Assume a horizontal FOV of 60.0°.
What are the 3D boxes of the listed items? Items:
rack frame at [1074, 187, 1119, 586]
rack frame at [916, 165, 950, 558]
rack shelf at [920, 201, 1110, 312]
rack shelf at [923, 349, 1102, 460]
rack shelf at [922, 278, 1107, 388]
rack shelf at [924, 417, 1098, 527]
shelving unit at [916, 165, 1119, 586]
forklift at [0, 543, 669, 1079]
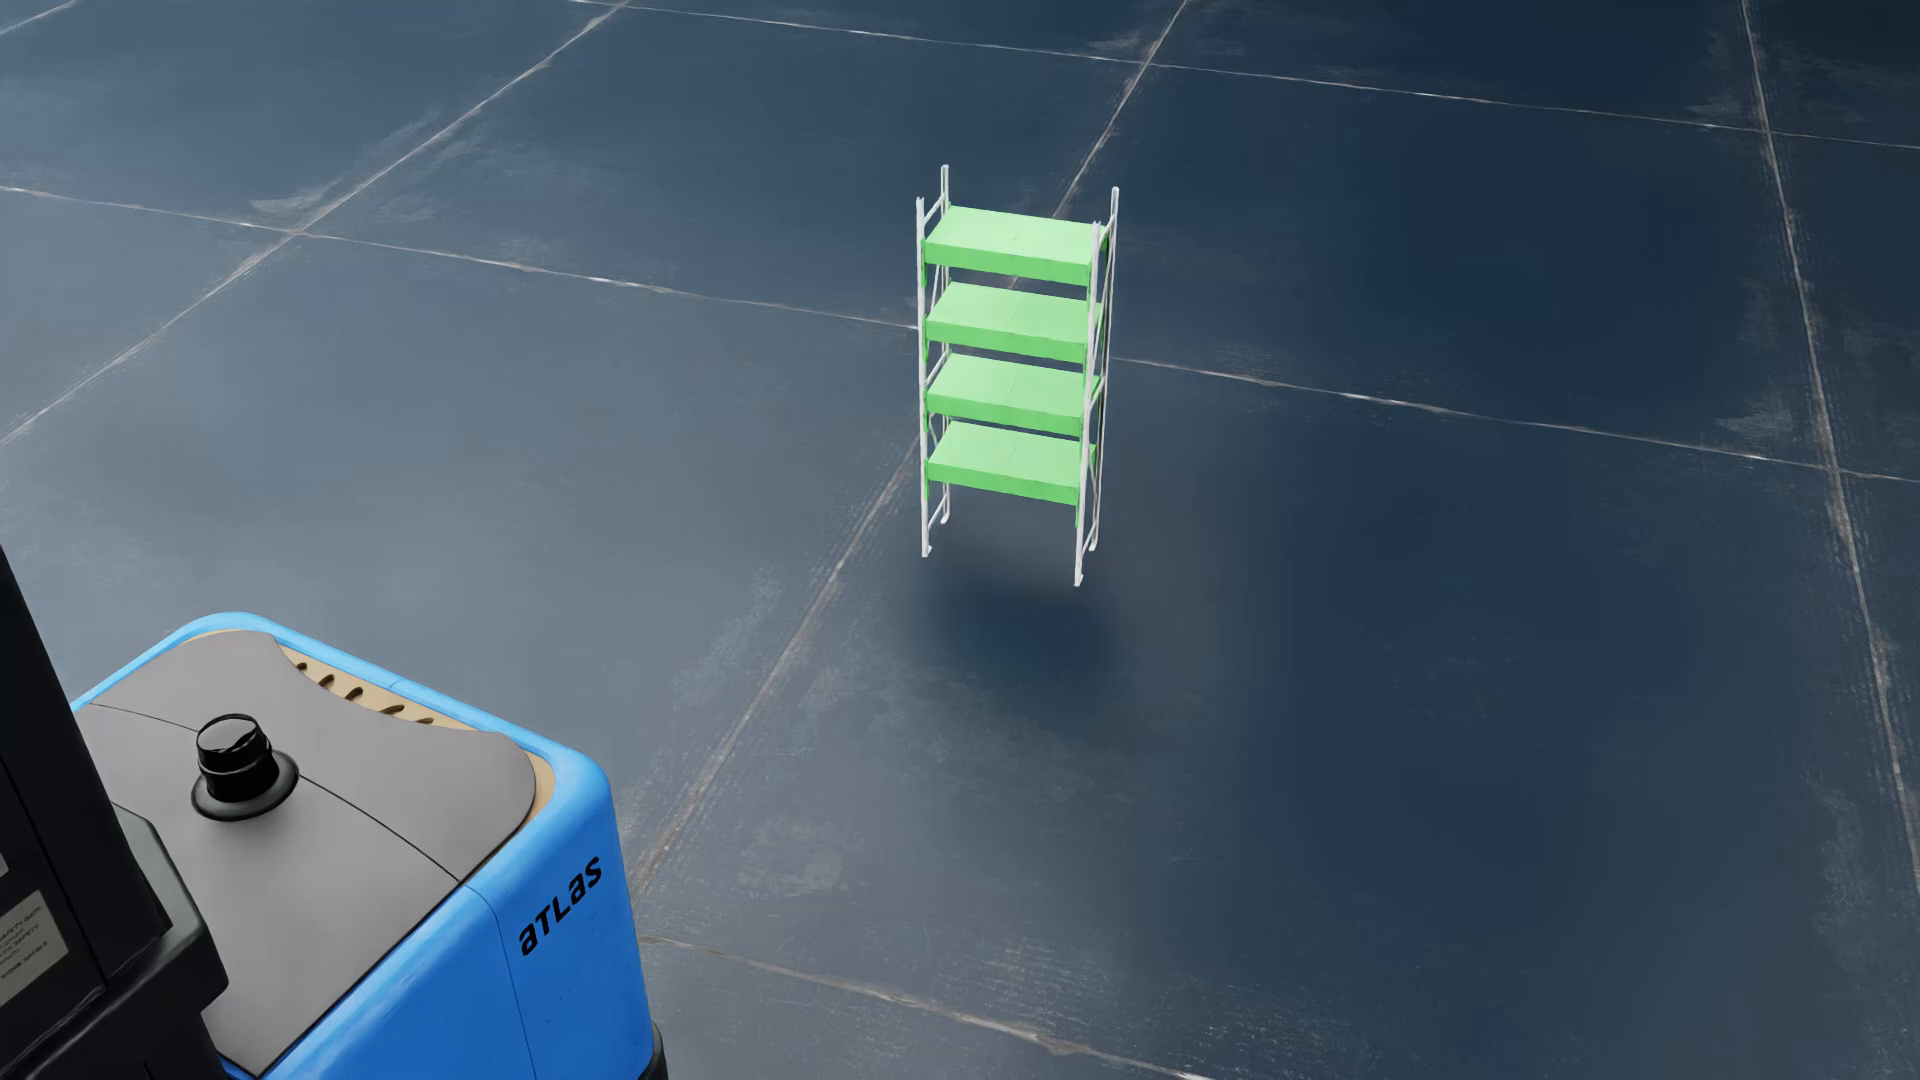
[{"bbox_3d":[0.391,-0.411,4.796,0.015,1.200,0.240,10,38,14],"label":"rack frame"},{"bbox_3d":[-0.075,-0.497,4.913,0.015,1.200,0.240,10,38,14],"label":"rack frame"},{"bbox_3d":[0.158,-0.789,4.608,0.480,0.148,0.258,10,38,14],"label":"rack shelf"},{"bbox_3d":[0.158,-0.402,4.892,0.480,0.148,0.258,10,38,14],"label":"rack shelf"},{"bbox_3d":[0.158,-0.596,4.750,0.480,0.148,0.258,10,38,14],"label":"rack shelf"},{"bbox_3d":[0.158,-0.209,5.035,0.480,0.148,0.258,10,38,14],"label":"rack shelf"},{"bbox_3d":[0.158,-0.454,4.855,0.503,1.200,0.258,10,38,14],"label":"shelving unit"},{"bbox_3d":[-1.749,0.705,1.819,1.130,2.935,3.031,18,40,23],"label":"forklift"}]
